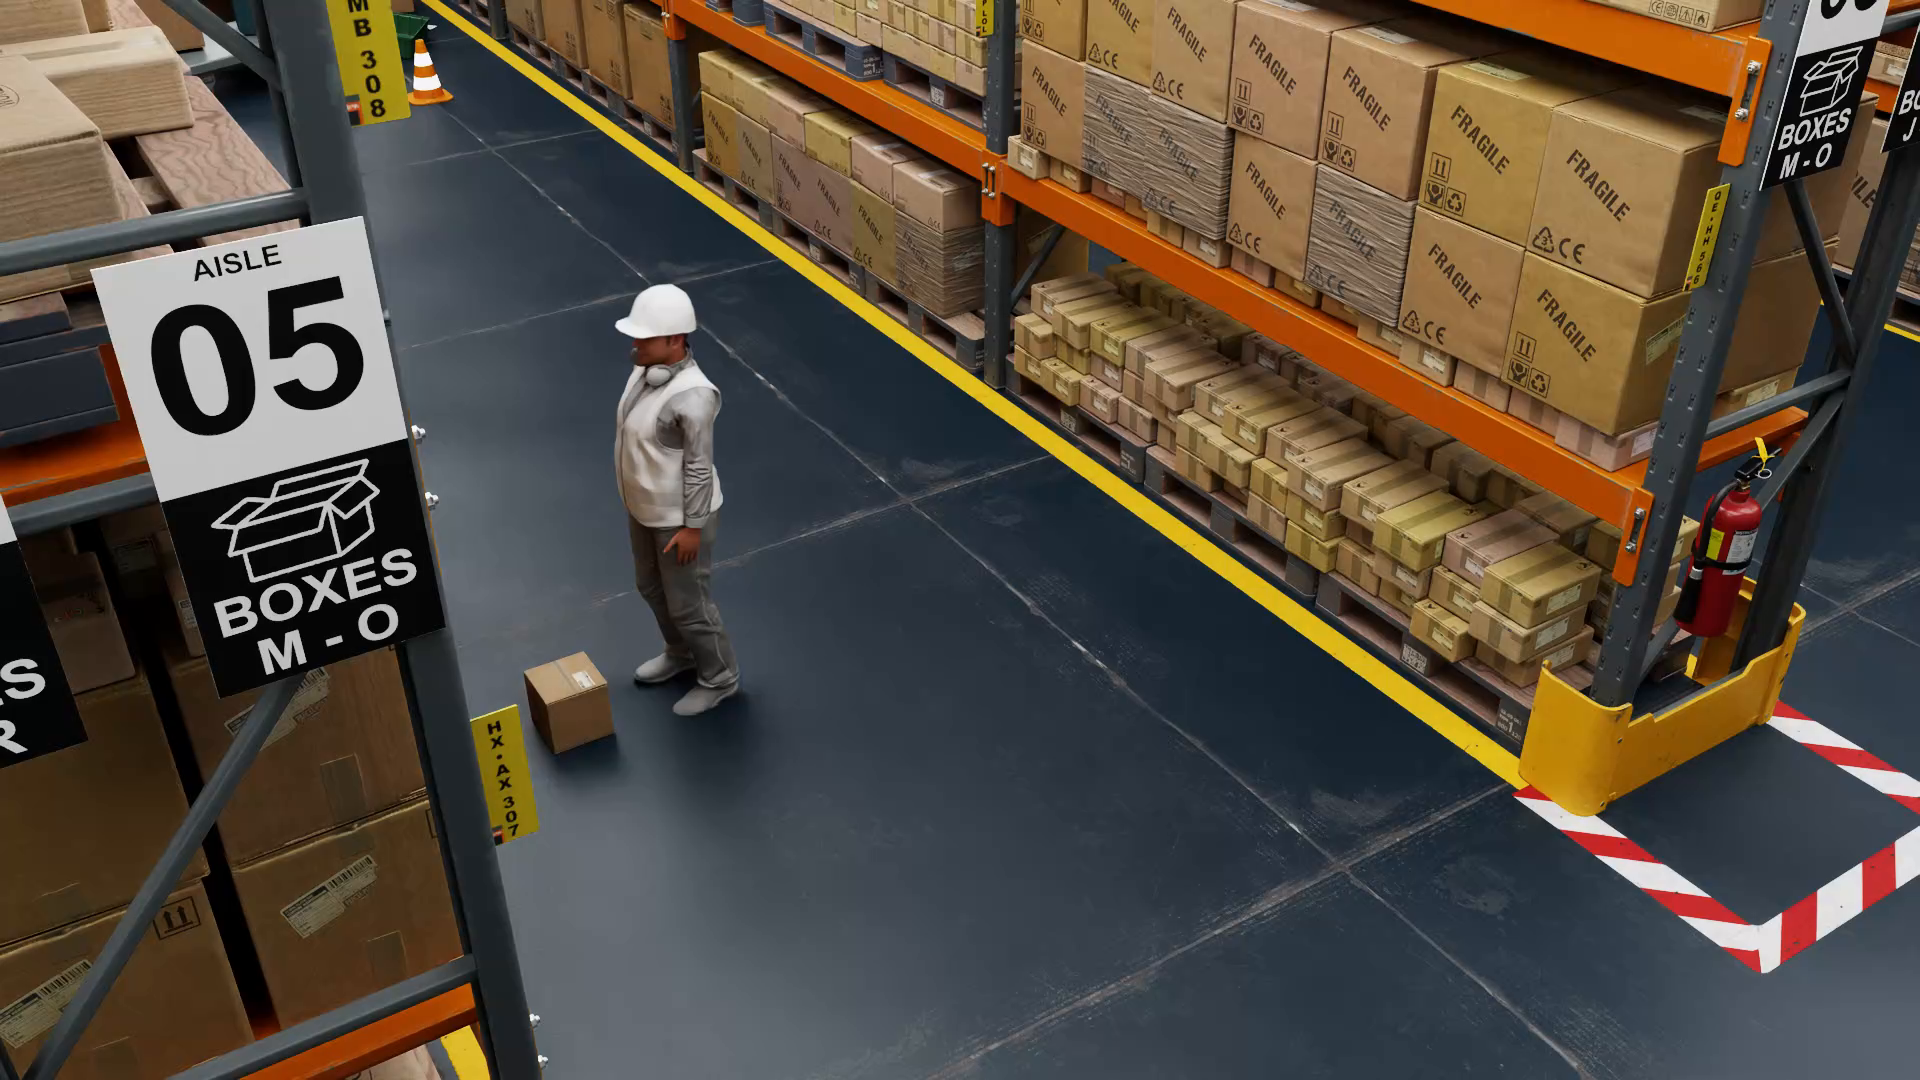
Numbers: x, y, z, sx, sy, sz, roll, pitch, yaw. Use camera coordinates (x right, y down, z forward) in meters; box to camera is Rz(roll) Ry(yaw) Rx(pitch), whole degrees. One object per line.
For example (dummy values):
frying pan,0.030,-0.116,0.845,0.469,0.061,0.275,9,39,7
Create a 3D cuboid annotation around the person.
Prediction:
person,-1.099,-0.128,6.345,0.367,1.789,0.534,-18,37,-26
